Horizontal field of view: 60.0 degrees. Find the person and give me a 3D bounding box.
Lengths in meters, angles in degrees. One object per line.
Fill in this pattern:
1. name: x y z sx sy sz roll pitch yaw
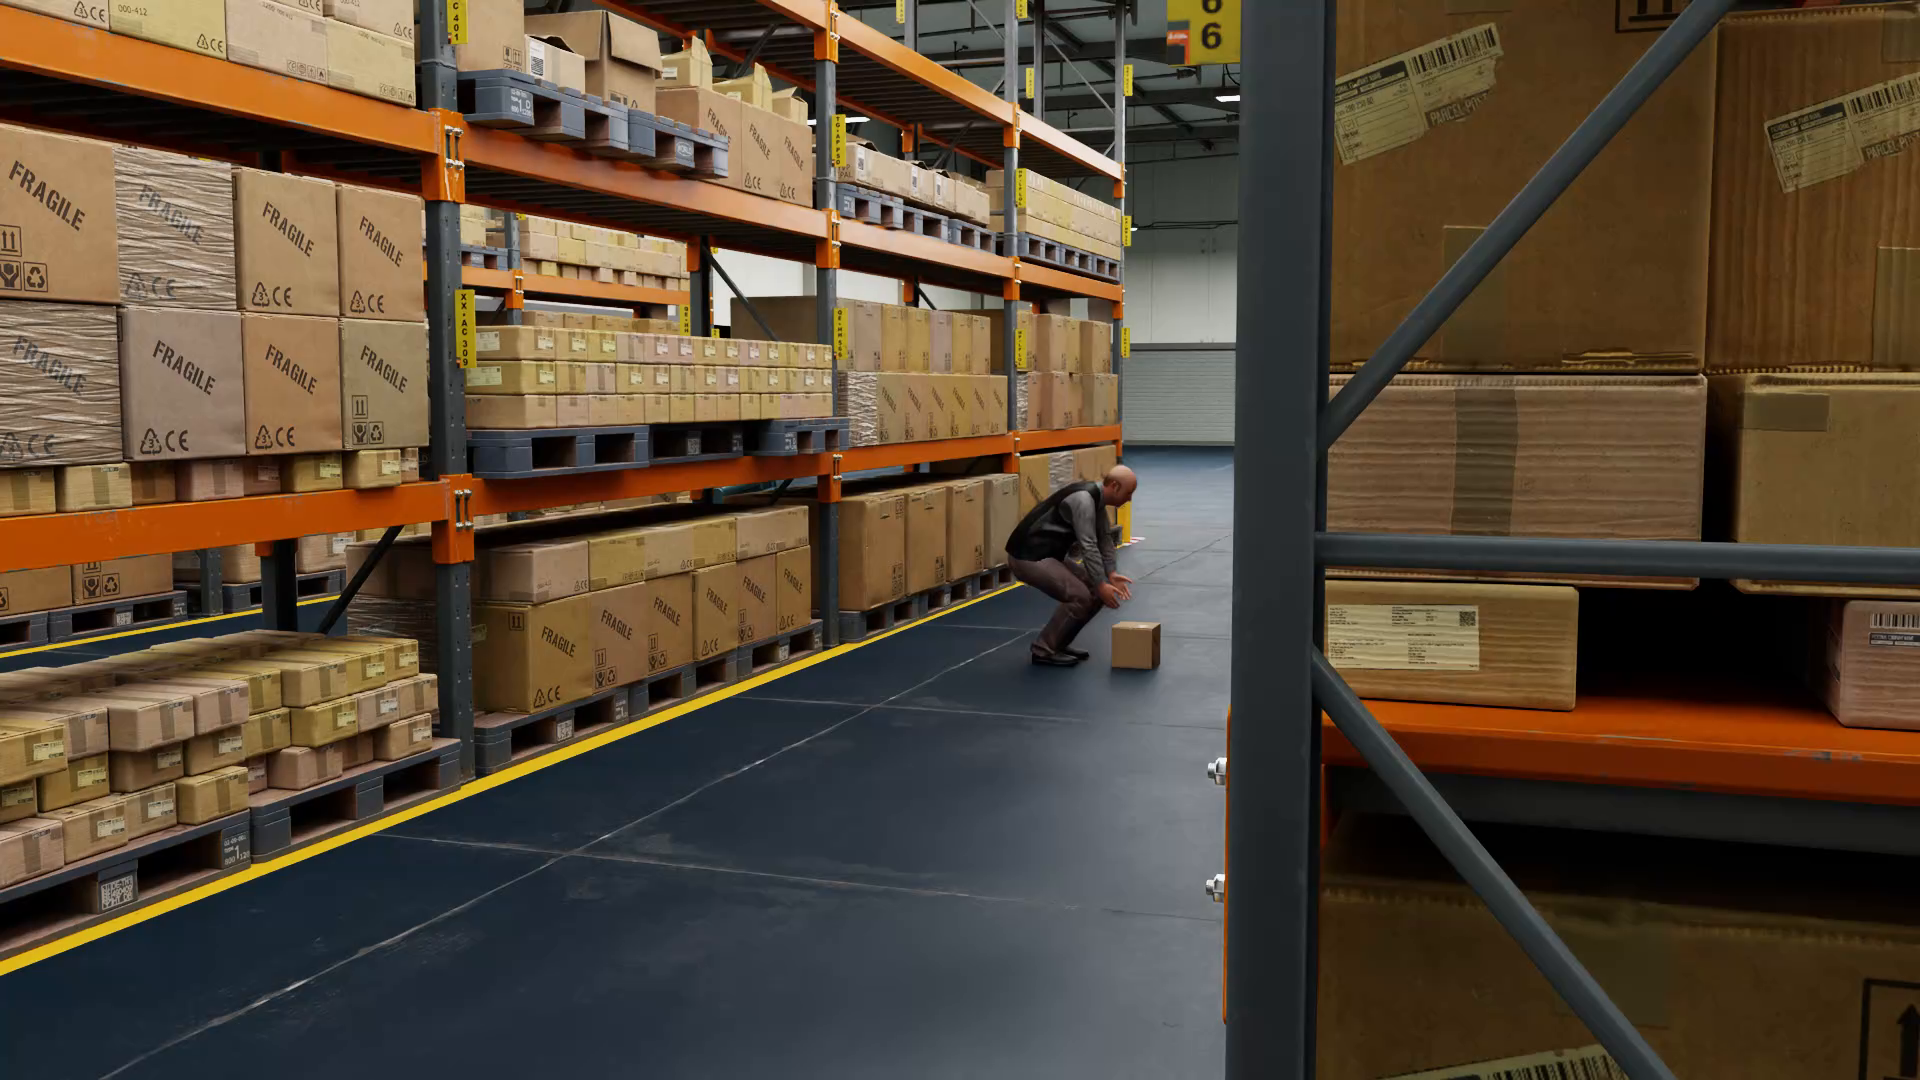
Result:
1. person: 0.698 0.145 10.298 0.795 1.226 0.582 2 5 19
